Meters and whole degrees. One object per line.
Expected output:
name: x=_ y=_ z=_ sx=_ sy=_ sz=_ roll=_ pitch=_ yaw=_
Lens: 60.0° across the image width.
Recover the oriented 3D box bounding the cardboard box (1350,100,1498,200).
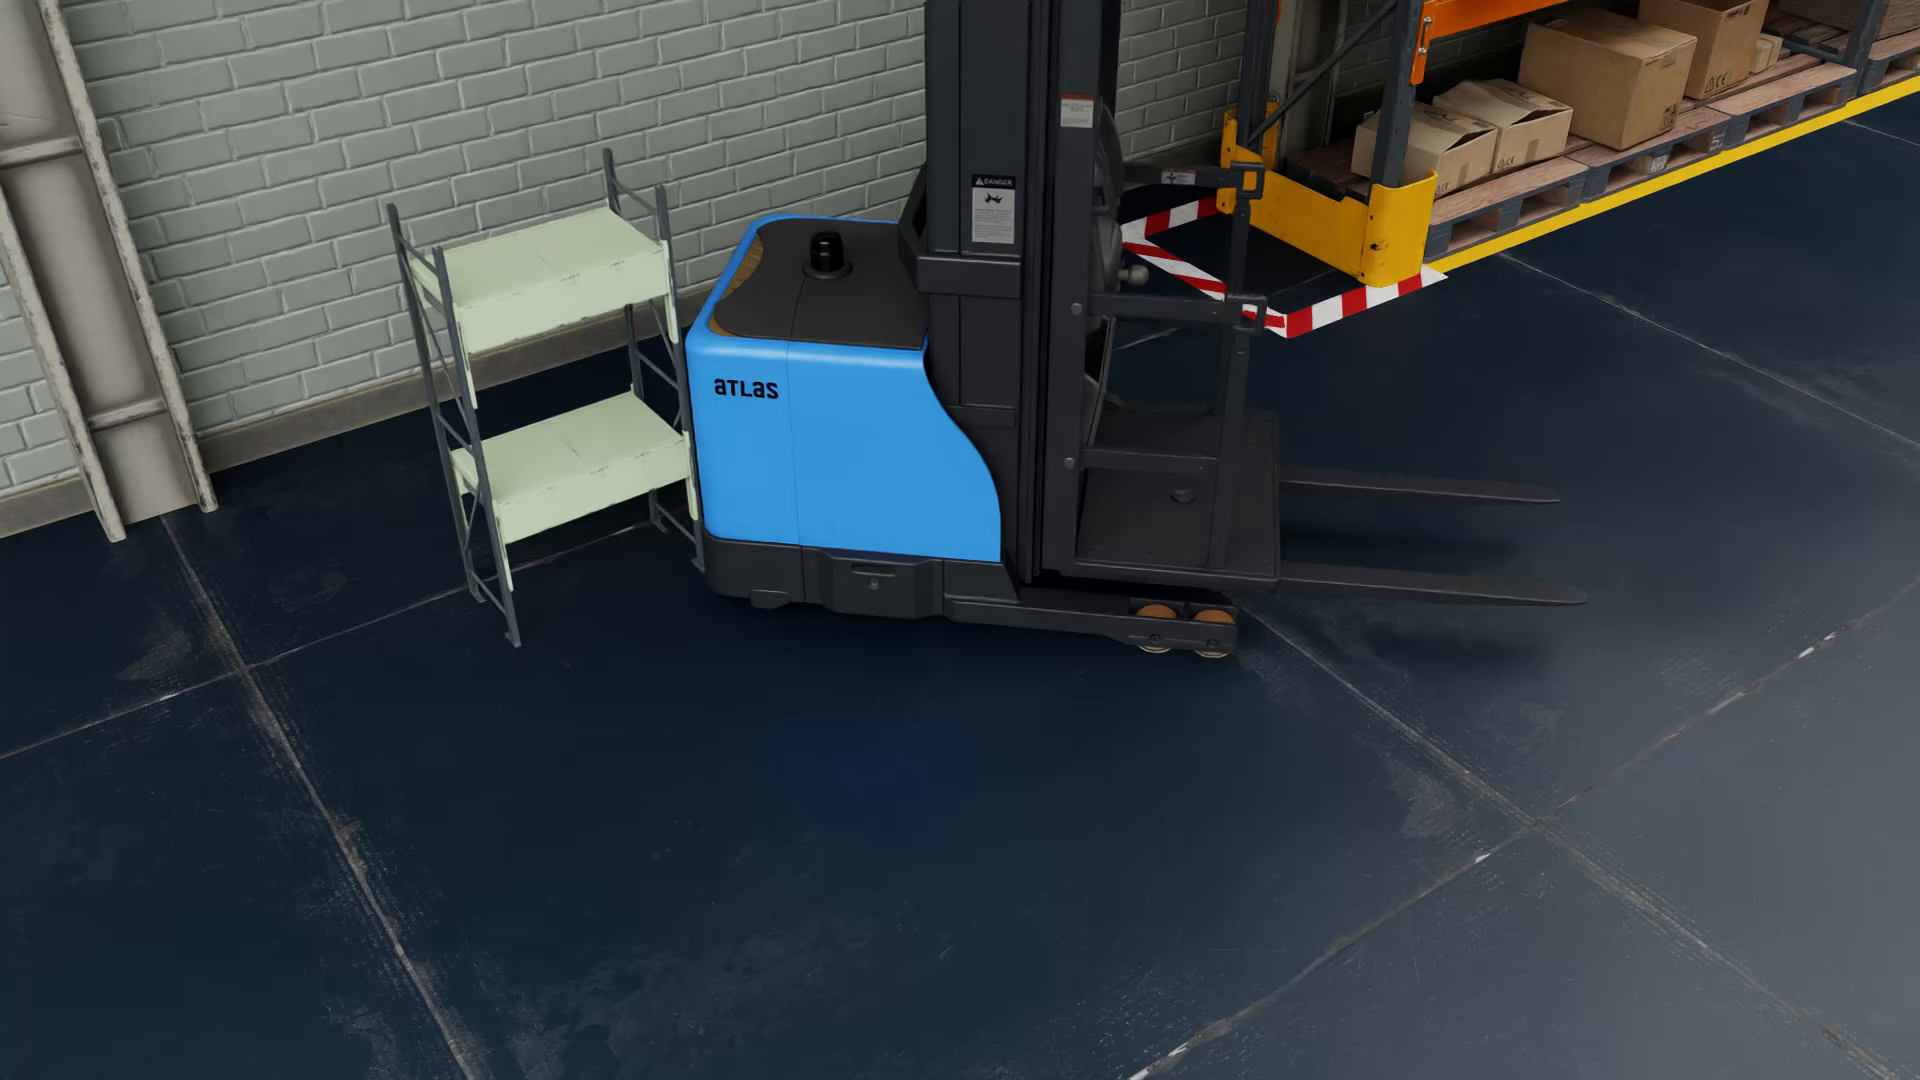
cardboard box: x=2.339 y=-1.993 z=8.378 sx=0.500 sy=0.311 sz=0.500 roll=-28 pitch=44 yaw=-33

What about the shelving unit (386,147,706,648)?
shelving unit: x=-1.346 y=-0.461 z=5.606 sx=0.755 sy=1.500 sz=0.431 roll=-23 pitch=42 yaw=-29

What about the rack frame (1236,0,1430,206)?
rack frame: x=1.722 y=-2.716 z=7.458 sx=0.127 sy=3.000 sz=1.000 roll=-22 pitch=41 yaw=-28

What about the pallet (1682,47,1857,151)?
pallet: x=4.463 y=-2.687 z=9.805 sx=1.213 sy=0.211 sz=1.003 roll=-22 pitch=41 yaw=-28

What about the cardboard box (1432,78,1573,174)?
cardboard box: x=2.805 y=-2.185 z=8.645 sx=0.500 sy=0.311 sz=0.500 roll=-19 pitch=40 yaw=-24

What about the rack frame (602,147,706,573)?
rack frame: x=-1.051 y=-0.588 z=5.783 sx=0.023 sy=1.500 sz=0.400 roll=-23 pitch=42 yaw=-29

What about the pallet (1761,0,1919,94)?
pallet: x=5.627 y=-3.192 z=10.507 sx=1.213 sy=0.211 sz=1.003 roll=-22 pitch=41 yaw=-28

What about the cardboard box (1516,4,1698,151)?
cardboard box: x=3.434 y=-2.484 z=8.899 sx=0.500 sy=0.500 sz=0.700 roll=-25 pitch=43 yaw=-31

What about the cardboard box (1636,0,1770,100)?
cardboard box: x=4.166 y=-2.857 z=9.418 sx=0.500 sy=0.500 sz=0.500 roll=-26 pitch=43 yaw=-31

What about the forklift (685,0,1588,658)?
forklift: x=0.657 y=-1.119 z=5.295 sx=3.031 sy=2.935 sz=1.130 roll=5 pitch=36 yaw=7

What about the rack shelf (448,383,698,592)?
rack shelf: x=-1.346 y=-0.196 z=5.797 sx=0.720 sy=0.370 sz=0.431 roll=-23 pitch=42 yaw=-29

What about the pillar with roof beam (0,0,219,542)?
pillar with roof beam: x=-0.629 y=-1.727 z=0.944 sx=0.400 sy=9.000 sz=9.100 roll=-22 pitch=41 yaw=-28

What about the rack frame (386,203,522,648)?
rack frame: x=-1.641 y=-0.334 z=5.430 sx=0.023 sy=1.500 sz=0.400 roll=-23 pitch=42 yaw=-29

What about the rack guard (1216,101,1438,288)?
rack guard: x=1.784 y=-1.727 z=8.223 sx=0.348 sy=0.500 sz=1.175 roll=-22 pitch=41 yaw=-28

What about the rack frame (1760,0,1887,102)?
rack frame: x=4.991 y=-4.062 z=9.328 sx=0.127 sy=3.000 sz=1.000 roll=-22 pitch=41 yaw=-28

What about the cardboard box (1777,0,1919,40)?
cardboard box: x=5.583 y=-3.481 z=10.285 sx=0.500 sy=0.500 sz=0.700 roll=-21 pitch=41 yaw=-26

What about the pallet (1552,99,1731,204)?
pallet: x=3.465 y=-2.274 z=9.231 sx=1.213 sy=0.211 sz=1.003 roll=-22 pitch=41 yaw=-28

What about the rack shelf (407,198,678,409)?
rack shelf: x=-1.346 y=-0.778 z=5.379 sx=0.720 sy=0.370 sz=0.431 roll=-23 pitch=42 yaw=-29

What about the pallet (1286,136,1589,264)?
pallet: x=2.468 y=-1.866 z=8.664 sx=1.213 sy=0.211 sz=1.003 roll=-22 pitch=41 yaw=-28

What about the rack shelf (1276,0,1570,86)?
rack shelf: x=3.356 y=-3.097 z=8.603 sx=4.000 sy=0.370 sz=1.077 roll=-22 pitch=41 yaw=-28

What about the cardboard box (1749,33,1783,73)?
cardboard box: x=4.571 y=-2.896 z=9.757 sx=0.250 sy=0.166 sz=0.380 roll=-28 pitch=44 yaw=-33

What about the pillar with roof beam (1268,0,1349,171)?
pillar with roof beam: x=4.276 y=-3.745 z=3.750 sx=0.400 sy=9.000 sz=9.100 roll=-22 pitch=41 yaw=-28

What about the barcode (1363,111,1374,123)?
barcode: x=2.123 y=-2.194 z=8.649 sx=0.075 sy=0.075 sz=0.001 roll=-22 pitch=41 yaw=-28
